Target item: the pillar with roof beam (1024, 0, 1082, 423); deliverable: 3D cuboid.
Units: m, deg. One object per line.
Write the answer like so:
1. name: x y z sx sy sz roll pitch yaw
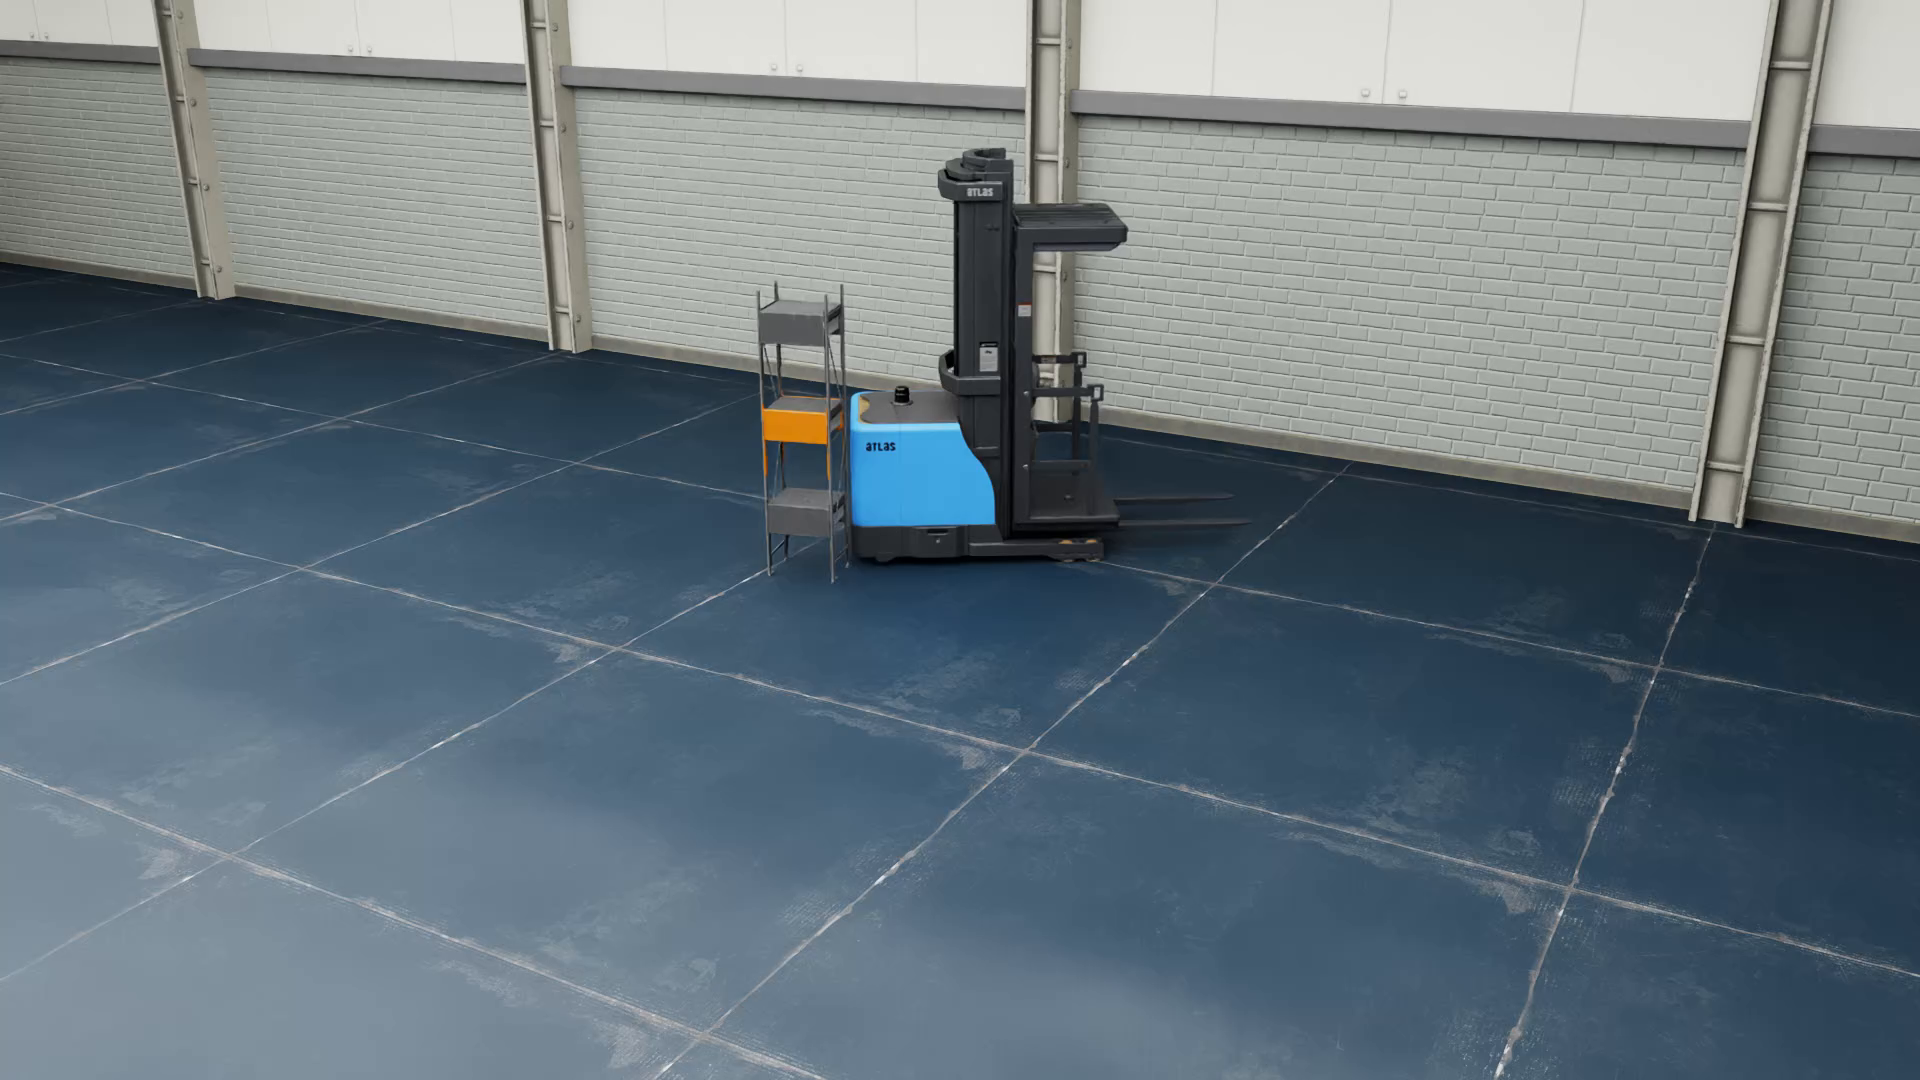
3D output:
1. pillar with roof beam: -1.262 -4.119 11.023 0.400 9.000 9.100 11 23 27

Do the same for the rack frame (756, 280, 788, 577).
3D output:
1. rack frame: -1.347 -0.787 11.955 0.015 2.100 0.400 5 20 13

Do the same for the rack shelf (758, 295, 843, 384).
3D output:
1. rack shelf: -1.110 -1.412 11.667 0.480 0.518 0.431 5 20 13

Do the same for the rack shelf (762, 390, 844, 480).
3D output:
1. rack shelf: -1.110 -0.754 11.905 0.480 0.518 0.431 5 20 13

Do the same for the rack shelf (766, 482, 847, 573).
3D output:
1. rack shelf: -1.110 -0.096 12.144 0.480 0.518 0.431 5 20 13

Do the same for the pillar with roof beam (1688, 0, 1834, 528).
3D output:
1. pillar with roof beam: 3.976 -3.121 8.272 0.400 9.000 9.100 11 23 27

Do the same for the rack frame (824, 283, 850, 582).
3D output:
1. rack frame: -0.873 -0.747 11.847 0.015 2.100 0.400 5 20 13

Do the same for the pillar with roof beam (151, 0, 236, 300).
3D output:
1. pillar with roof beam: -11.738 -6.114 16.524 0.400 9.000 9.100 11 23 27

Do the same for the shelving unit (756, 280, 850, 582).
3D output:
1. shelving unit: -1.110 -0.767 11.901 0.503 2.100 0.431 5 20 13

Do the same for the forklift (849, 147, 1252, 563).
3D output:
1. forklift: 0.682 -1.387 12.390 3.031 2.935 1.130 -1 20 -3

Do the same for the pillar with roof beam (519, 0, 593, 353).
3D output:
1. pillar with roof beam: -6.500 -5.116 13.774 0.400 9.000 9.100 11 23 27
